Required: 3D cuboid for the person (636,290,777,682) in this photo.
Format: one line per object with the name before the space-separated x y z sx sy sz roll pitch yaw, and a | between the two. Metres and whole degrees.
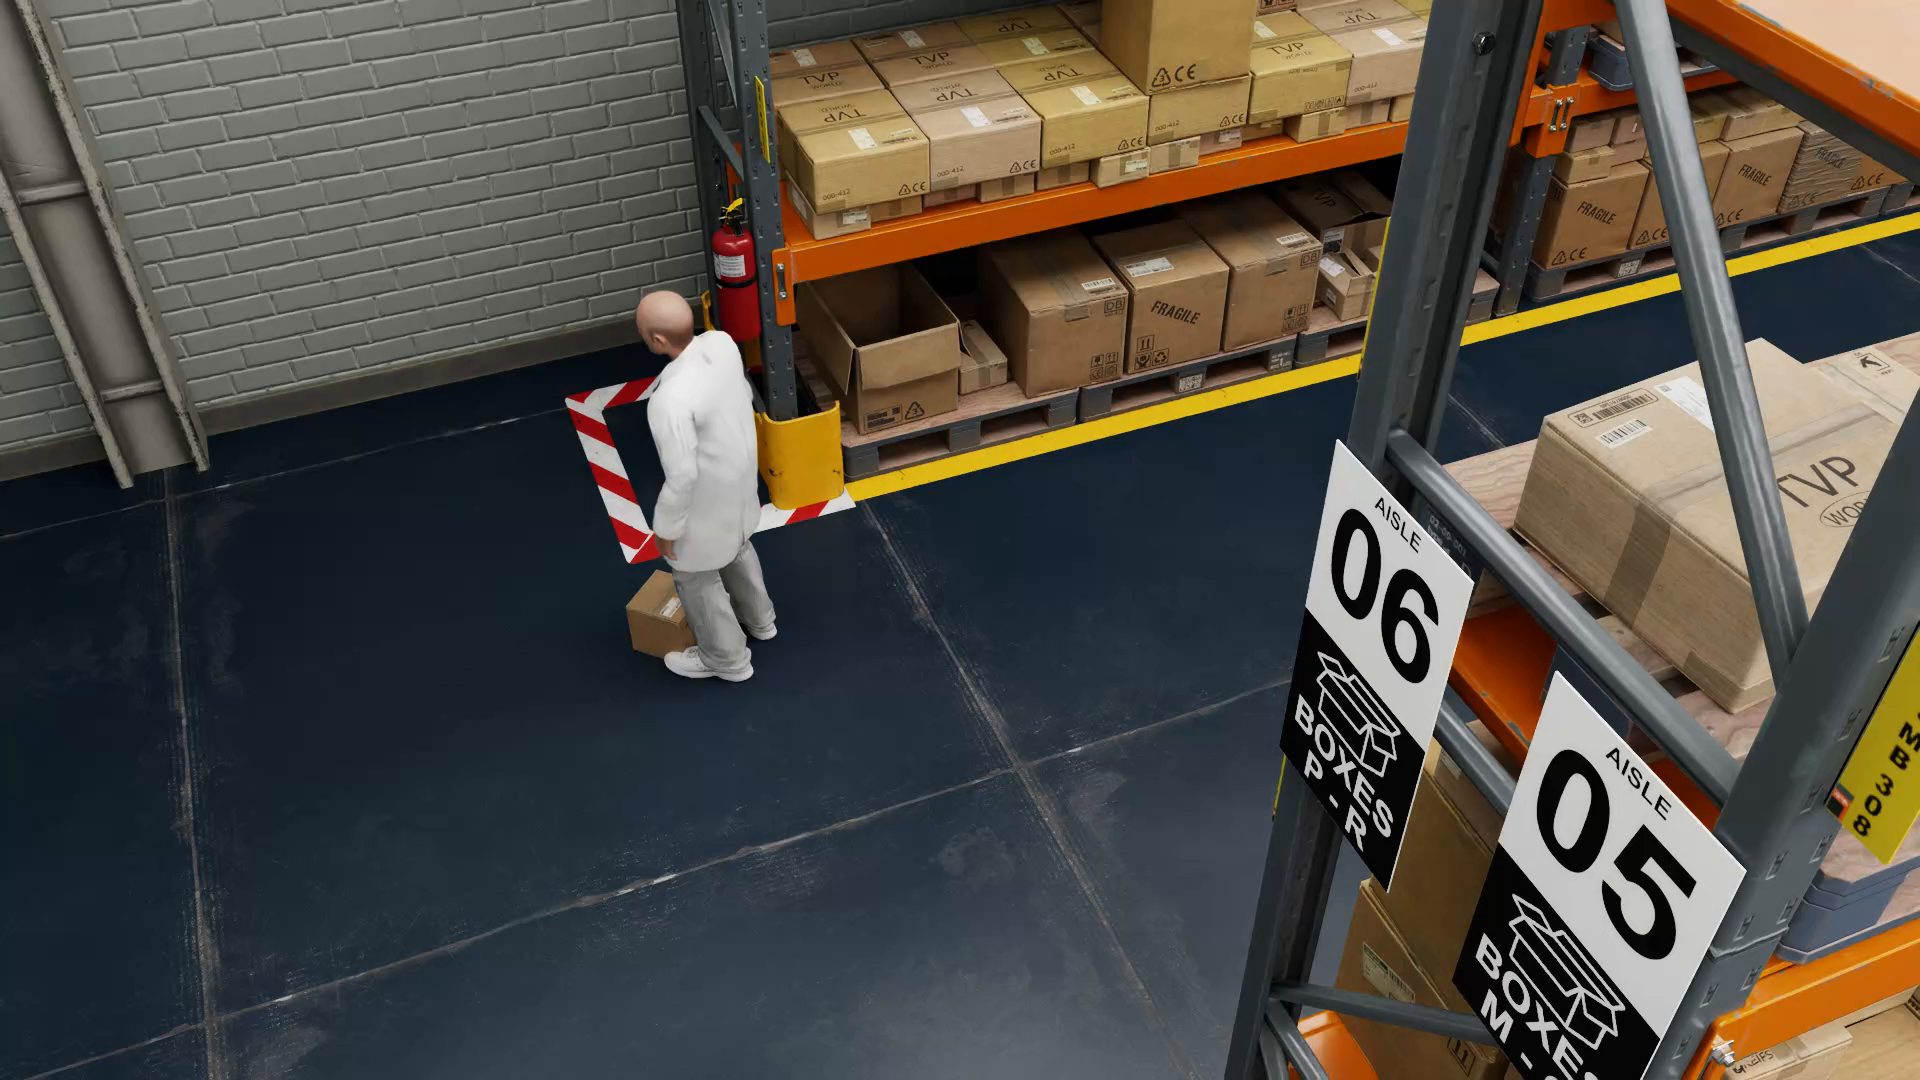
person | -0.981 -0.191 6.389 0.415 1.774 0.655 13 43 15
